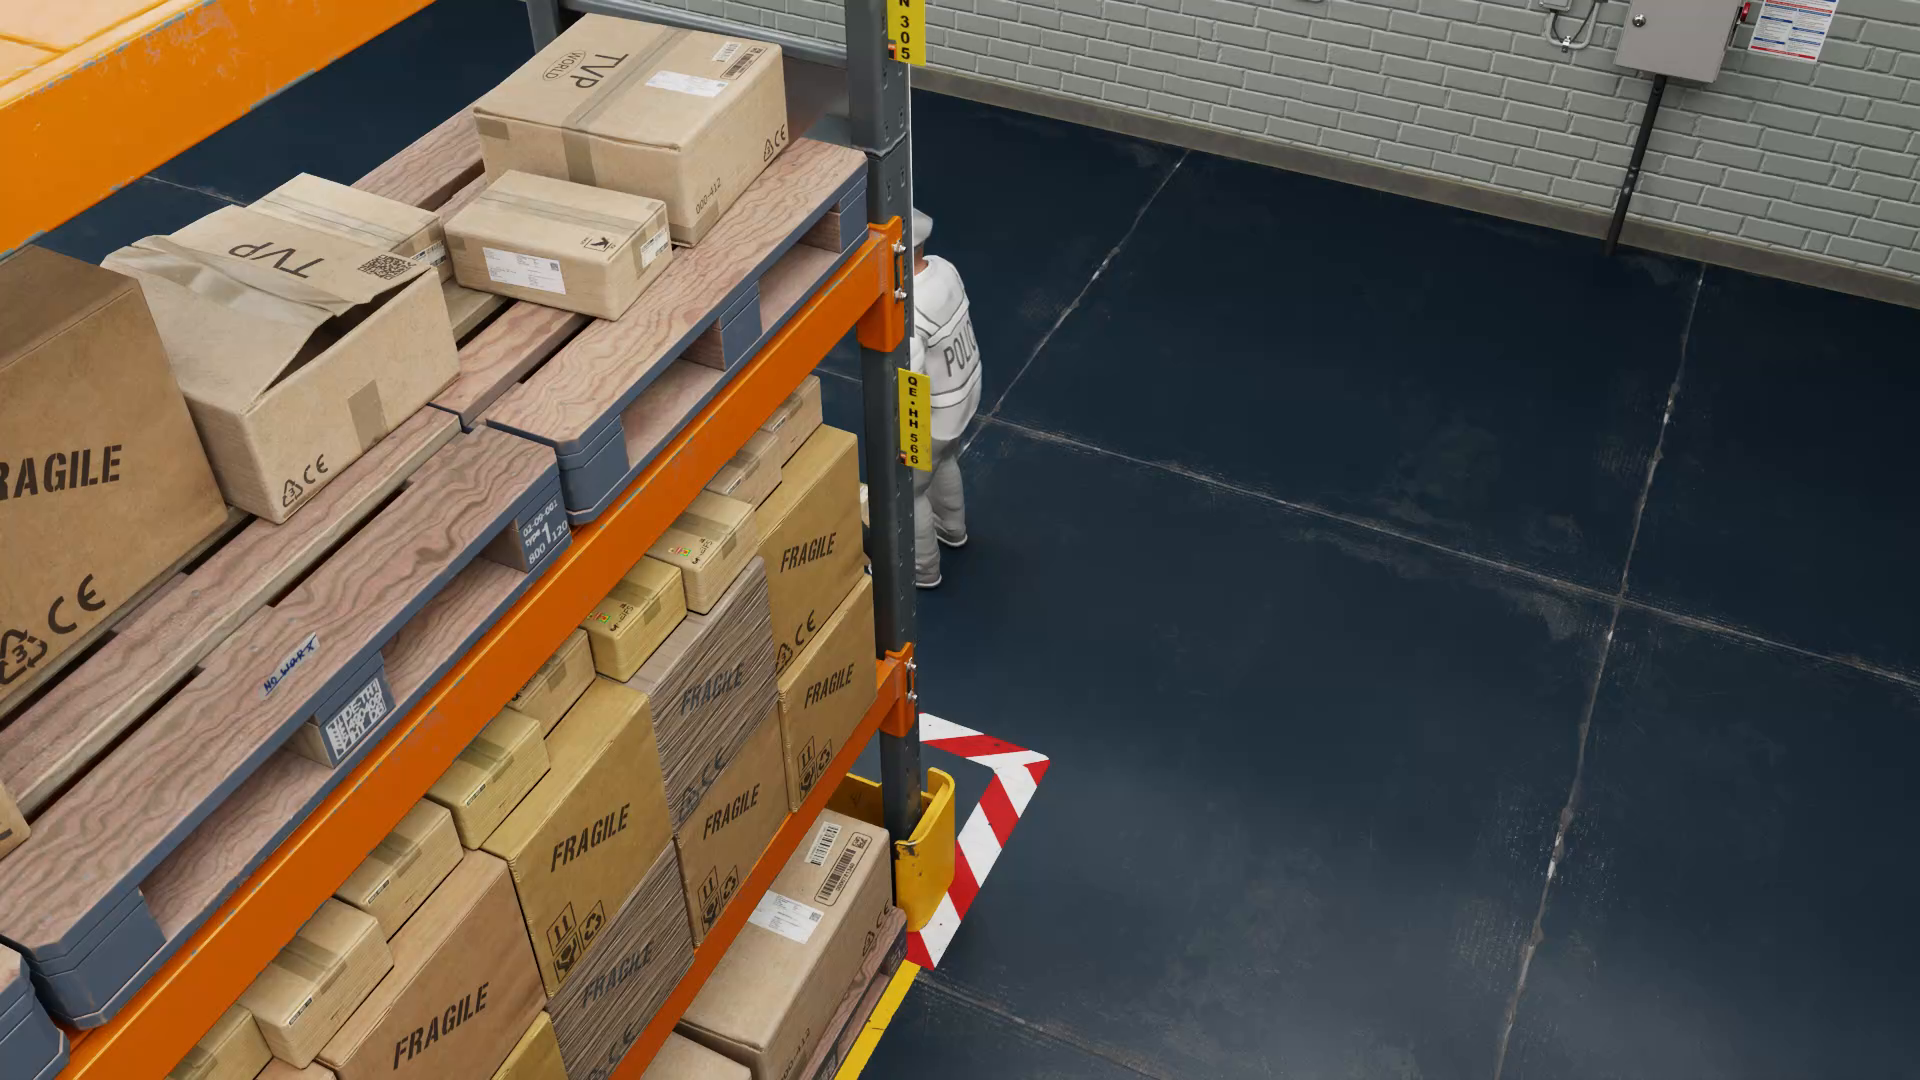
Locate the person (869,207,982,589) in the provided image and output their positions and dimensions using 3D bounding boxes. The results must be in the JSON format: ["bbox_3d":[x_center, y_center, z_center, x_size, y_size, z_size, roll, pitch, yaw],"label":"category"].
[{"bbox_3d":[-0.148,-0.549,6.767,0.433,1.751,0.605,15,44,16],"label":"person"}]
